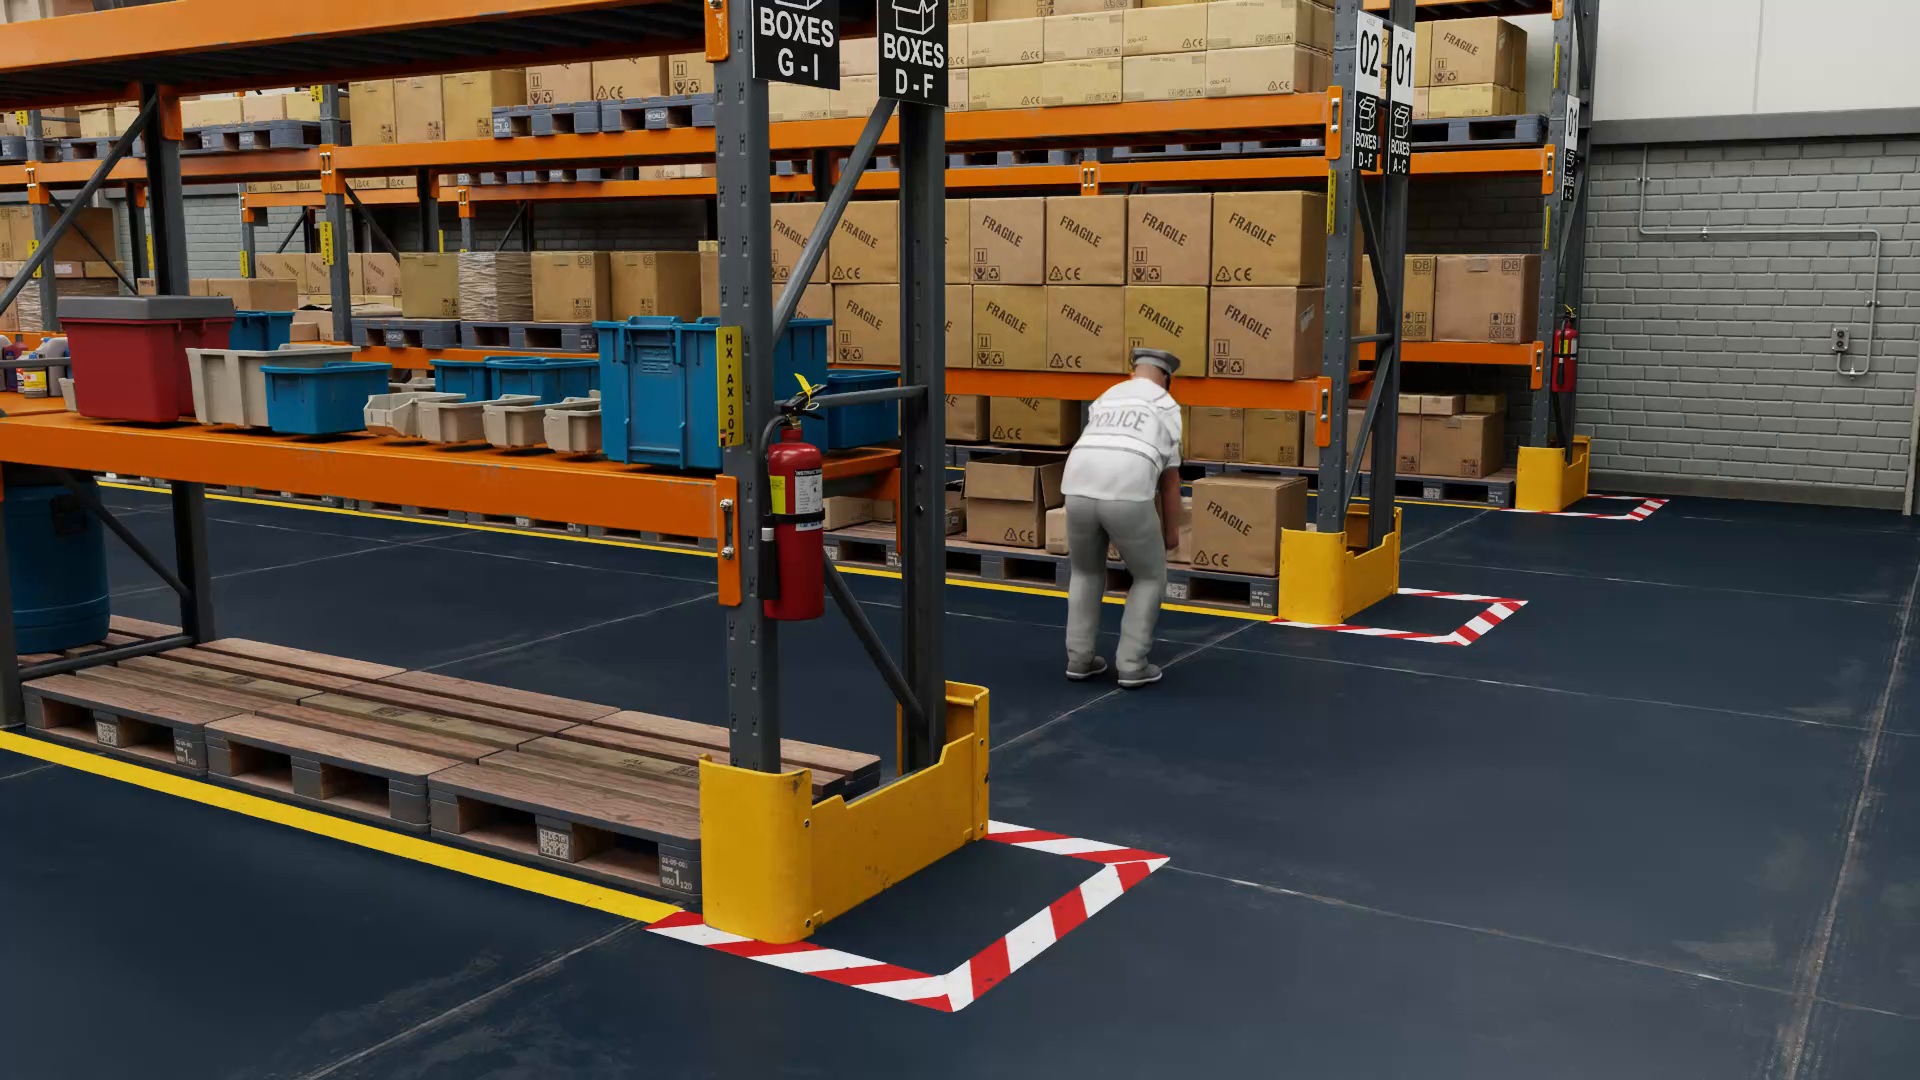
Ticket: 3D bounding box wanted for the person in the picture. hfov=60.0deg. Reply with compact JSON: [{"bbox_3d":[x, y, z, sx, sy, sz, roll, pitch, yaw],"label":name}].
[{"bbox_3d":[0.794,-0.123,7.816,0.487,1.529,0.860,5,11,30],"label":"person"}]
